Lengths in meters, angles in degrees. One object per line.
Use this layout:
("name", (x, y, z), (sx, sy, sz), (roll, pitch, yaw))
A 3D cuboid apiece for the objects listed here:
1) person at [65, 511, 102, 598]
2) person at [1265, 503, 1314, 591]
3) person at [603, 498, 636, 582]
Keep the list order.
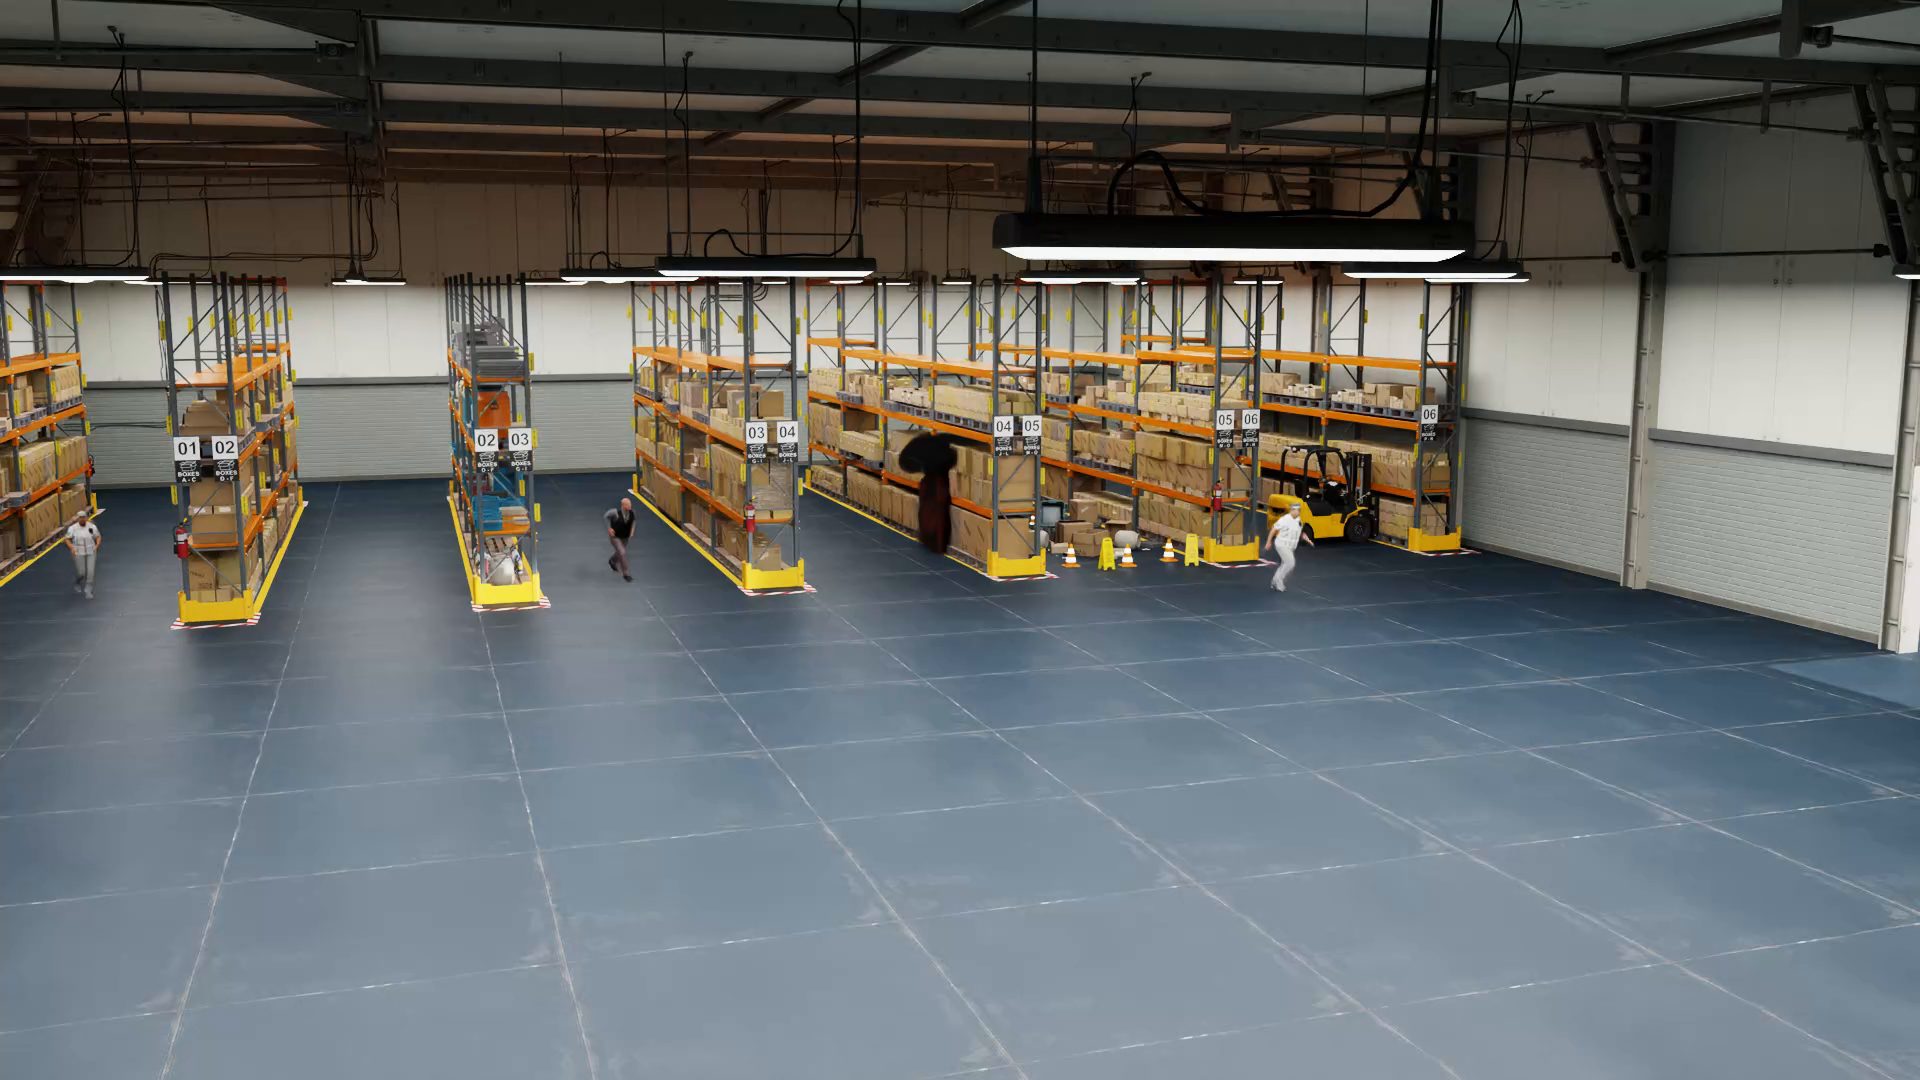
("person", (-16.309, 0.266, 30.998), (0.602, 1.638, 0.572), (-5, 10, -32))
("person", (6.269, 0.127, 31.523), (0.802, 1.701, 0.649), (8, 12, 44))
("person", (-6.776, -0.028, 32.956), (0.690, 1.679, 0.999), (-6, 10, -33))
